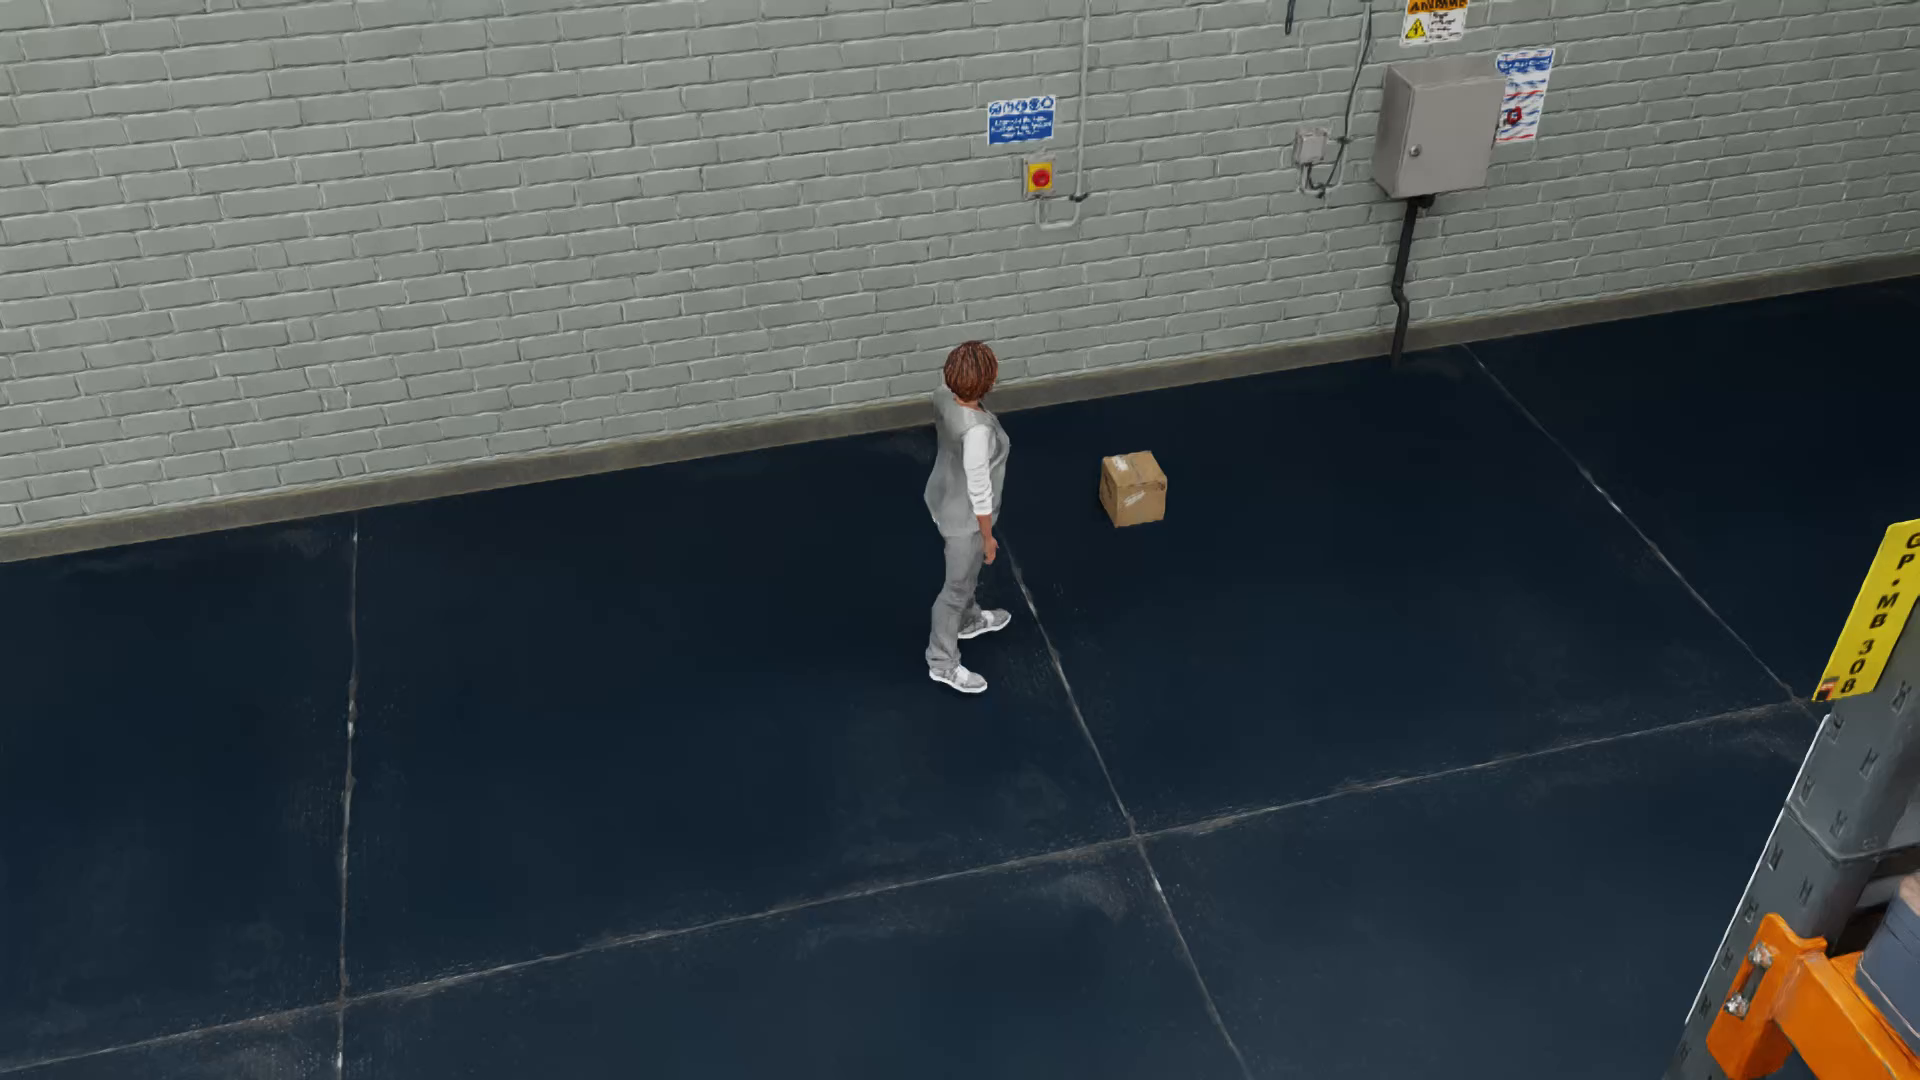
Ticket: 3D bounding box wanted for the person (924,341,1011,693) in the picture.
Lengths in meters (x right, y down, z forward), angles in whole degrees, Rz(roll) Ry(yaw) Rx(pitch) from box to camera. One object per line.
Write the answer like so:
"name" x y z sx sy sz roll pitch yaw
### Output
"person" 0.050 -0.120 6.835 0.456 1.593 0.519 -10 40 -13
